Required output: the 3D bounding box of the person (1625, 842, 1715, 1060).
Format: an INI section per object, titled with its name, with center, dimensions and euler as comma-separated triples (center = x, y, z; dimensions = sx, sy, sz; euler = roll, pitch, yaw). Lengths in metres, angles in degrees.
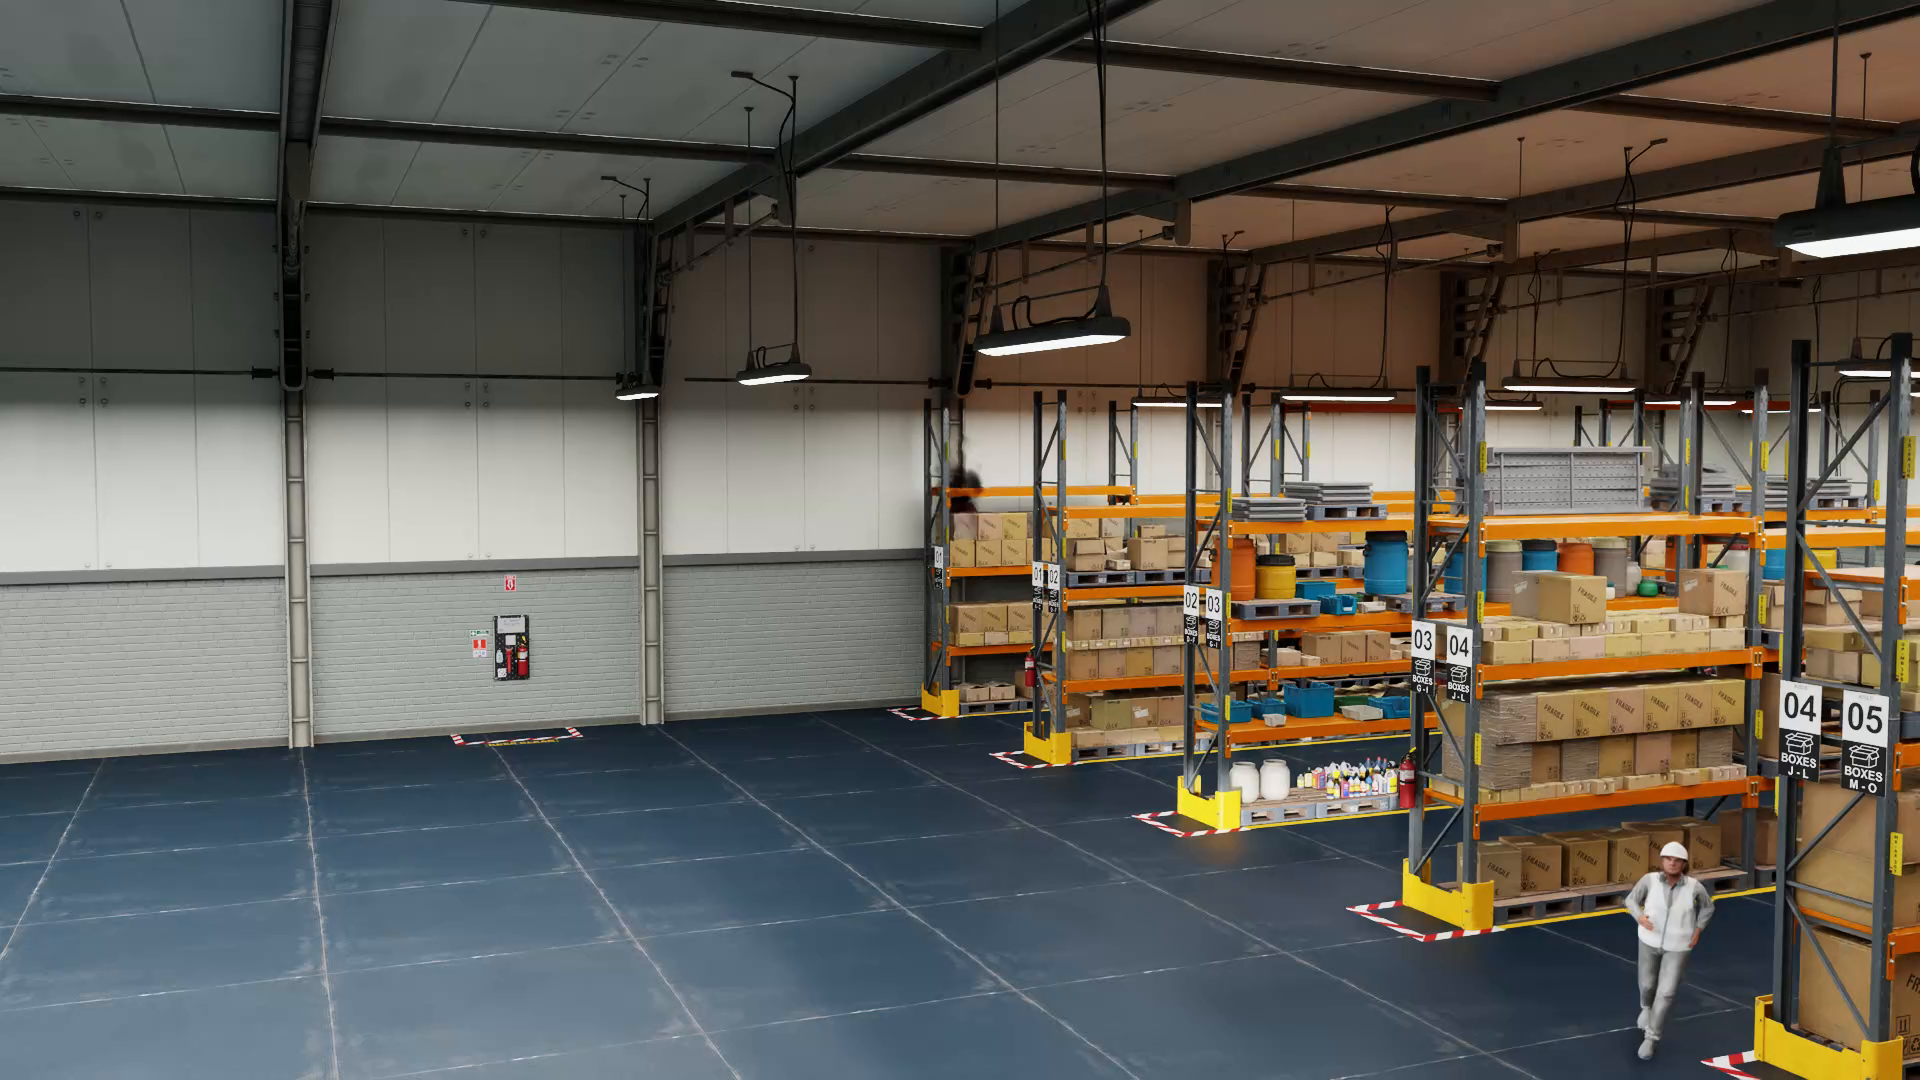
[person]
center = 6.018, 3.442, 14.149
dimensions = 0.687, 1.777, 0.903
euler = 2, 4, 32
